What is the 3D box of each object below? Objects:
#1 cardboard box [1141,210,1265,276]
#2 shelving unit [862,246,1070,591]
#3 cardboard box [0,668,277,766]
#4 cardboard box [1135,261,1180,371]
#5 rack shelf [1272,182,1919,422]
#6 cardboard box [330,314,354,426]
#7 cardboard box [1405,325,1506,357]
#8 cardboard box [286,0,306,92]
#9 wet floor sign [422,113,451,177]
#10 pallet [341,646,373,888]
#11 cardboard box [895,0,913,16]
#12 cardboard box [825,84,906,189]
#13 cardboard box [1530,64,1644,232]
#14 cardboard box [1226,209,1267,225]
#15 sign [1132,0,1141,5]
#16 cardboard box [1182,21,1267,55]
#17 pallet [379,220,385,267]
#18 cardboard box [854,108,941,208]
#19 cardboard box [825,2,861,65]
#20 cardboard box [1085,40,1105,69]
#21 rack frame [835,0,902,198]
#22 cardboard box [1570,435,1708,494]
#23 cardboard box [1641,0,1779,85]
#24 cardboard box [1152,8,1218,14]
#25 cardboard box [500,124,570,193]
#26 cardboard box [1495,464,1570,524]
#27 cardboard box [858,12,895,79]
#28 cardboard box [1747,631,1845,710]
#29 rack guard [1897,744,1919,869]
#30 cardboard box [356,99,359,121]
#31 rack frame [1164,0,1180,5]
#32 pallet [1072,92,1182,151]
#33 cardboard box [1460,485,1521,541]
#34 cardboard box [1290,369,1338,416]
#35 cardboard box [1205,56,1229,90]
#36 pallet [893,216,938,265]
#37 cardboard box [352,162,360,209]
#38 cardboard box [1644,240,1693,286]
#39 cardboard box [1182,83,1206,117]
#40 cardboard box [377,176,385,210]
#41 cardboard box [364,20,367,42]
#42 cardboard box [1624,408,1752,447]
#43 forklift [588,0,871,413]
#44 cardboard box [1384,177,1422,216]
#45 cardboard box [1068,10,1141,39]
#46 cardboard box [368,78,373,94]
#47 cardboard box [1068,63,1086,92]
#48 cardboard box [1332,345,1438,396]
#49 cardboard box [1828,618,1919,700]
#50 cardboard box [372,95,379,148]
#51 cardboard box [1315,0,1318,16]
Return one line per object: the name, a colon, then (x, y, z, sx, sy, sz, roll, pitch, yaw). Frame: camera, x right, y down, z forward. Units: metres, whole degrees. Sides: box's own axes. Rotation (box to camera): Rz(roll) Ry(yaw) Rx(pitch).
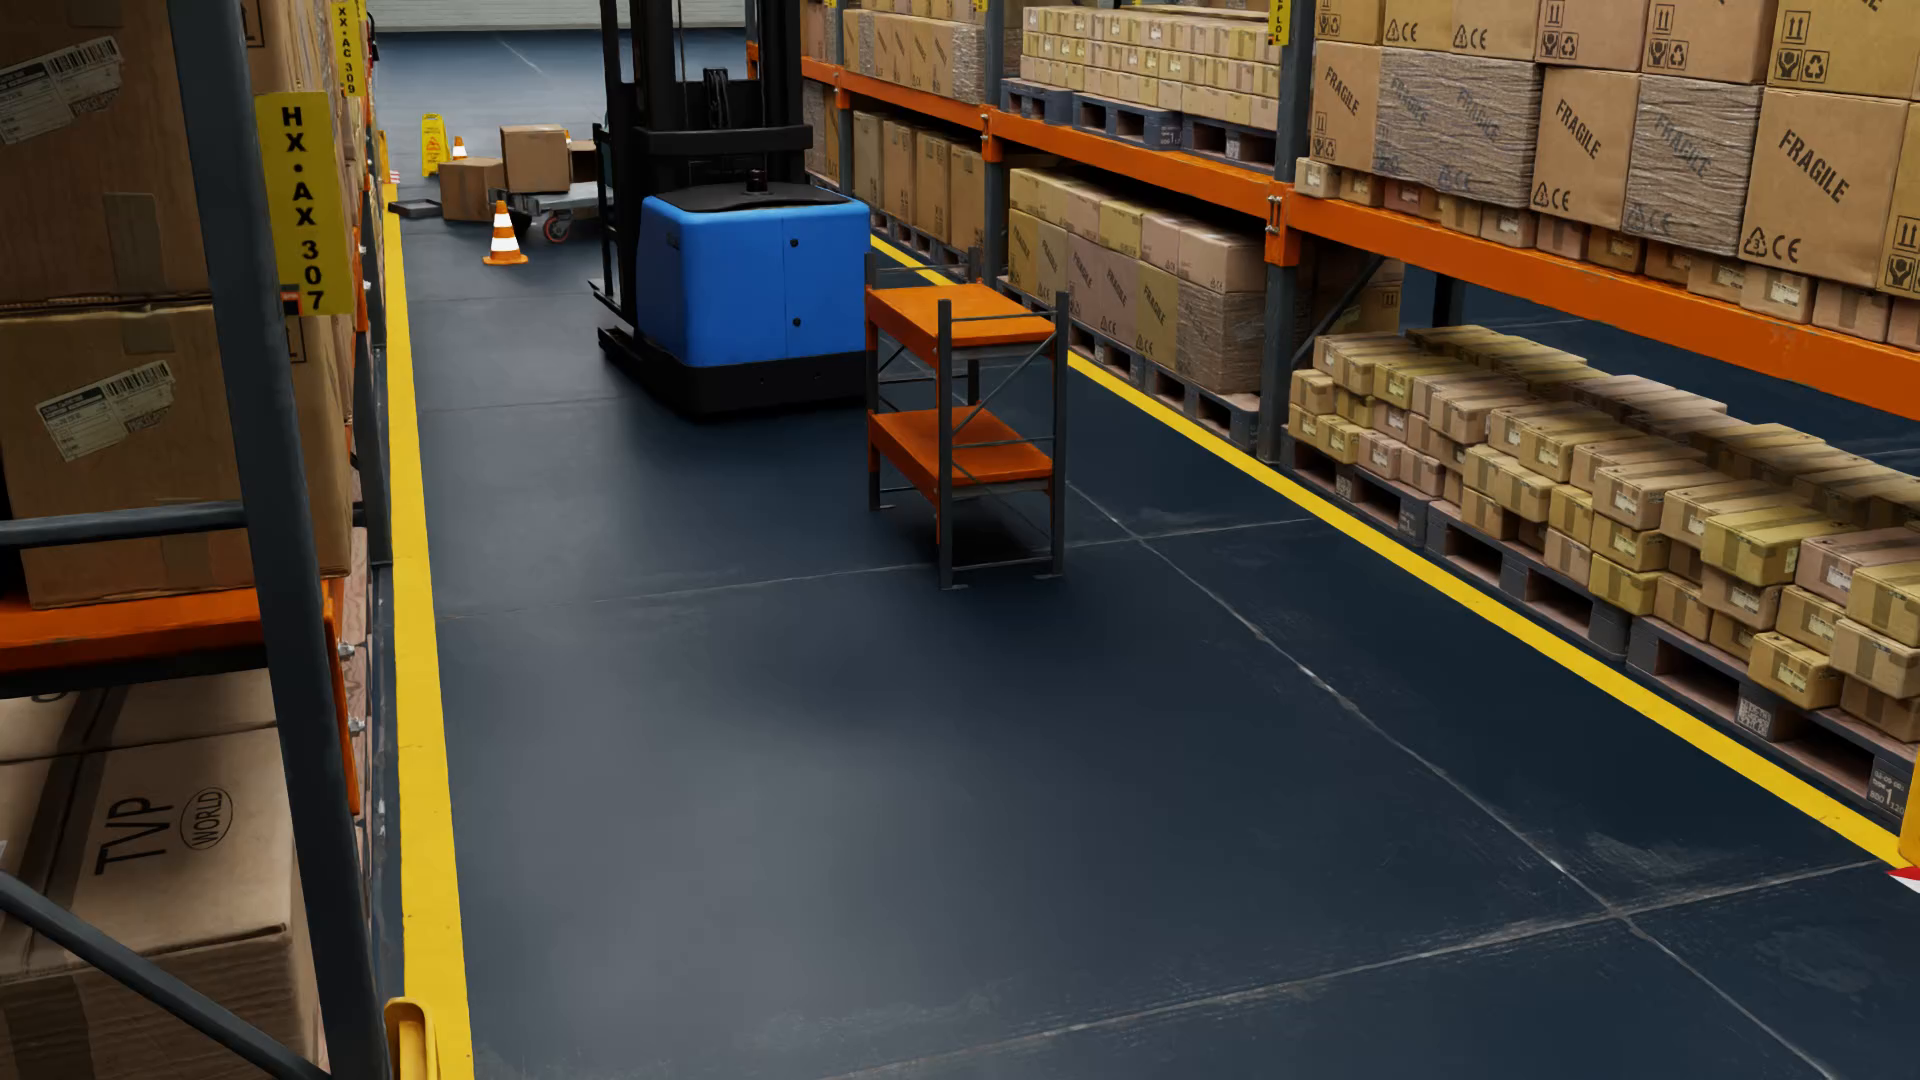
cardboard box: (1.293, -1.586, 8.861, 0.500, 0.250, 0.500, -5, 20, -15)
shelving unit: (0.002, -0.527, 6.720, 0.538, 1.125, 1.048, -6, 21, -17)
cardboard box: (-2.092, 0.523, 4.191, 0.875, 0.438, 0.875, -6, 21, -16)
cardboard box: (1.283, -1.230, 8.979, 0.500, 0.500, 0.500, -7, 21, -18)
rack shelf: (2.545, -0.853, 5.917, 1.077, 0.370, 4.000, -6, 21, -17)
cardboard box: (-1.701, -0.547, 3.854, 0.500, 0.500, 0.500, -7, 21, -18)
cardboard box: (2.275, -0.882, 7.652, 0.380, 0.149, 0.250, -6, 21, -16)
cardboard box: (-1.544, -0.858, 3.241, 0.500, 0.500, 0.500, -7, 21, -19)
wet floor sign: (-5.567, -4.192, 17.633, 0.267, 0.644, 0.232, 1, 20, 2)
pallet: (-2.200, 0.682, 4.705, 1.003, 0.211, 1.213, -6, 21, -17)
cardboard box: (-0.115, -4.432, 13.192, 0.700, 0.500, 0.500, -6, 21, -17)
cardboard box: (-0.730, -3.807, 15.601, 0.875, 0.875, 0.875, -6, 21, -16)
cardboard box: (2.315, -1.342, 5.627, 0.500, 0.500, 0.500, -5, 20, -14)
cardboard box: (1.765, -1.643, 9.021, 0.500, 0.250, 0.500, -6, 21, -16)
sign: (1.171, -3.685, 11.143, 0.100, 0.325, 0.005, -6, 21, -17)
cardboard box: (1.357, -2.554, 8.460, 0.380, 0.149, 0.250, -6, 21, -17)
pallet: (-5.020, -2.280, 12.952, 1.003, 0.211, 1.213, -6, 21, -17)
cardboard box: (-0.318, -3.349, 14.511, 1.050, 0.750, 0.750, -6, 21, -17)
cardboard box: (-0.726, -4.588, 15.031, 0.875, 0.550, 0.550, -6, 21, -17)
cardboard box: (0.951, -2.827, 9.659, 0.380, 0.149, 0.250, -6, 21, -17)
rack frame: (-0.599, -4.400, 14.730, 1.000, 3.000, 0.127, -6, 21, -17)
cardboard box: (2.404, -0.251, 5.894, 0.380, 0.149, 0.250, -7, 21, -19)
cardboard box: (2.462, -1.656, 5.022, 0.500, 0.500, 0.500, -5, 20, -14)
cardboard box: (1.407, -3.203, 10.266, 0.380, 0.149, 0.250, -6, 21, -16)
cardboard box: (-3.586, -3.221, 14.023, 0.500, 0.500, 0.500, -6, 21, -17)
cardboard box: (2.220, -0.185, 6.151, 0.380, 0.149, 0.250, -6, 21, -17)
cardboard box: (-0.529, -4.088, 13.713, 0.500, 0.500, 0.500, -6, 21, -17)
cardboard box: (2.633, 0.376, 5.028, 0.380, 0.149, 0.250, -6, 21, -16)
rack guard: (3.149, 0.603, 4.499, 1.175, 0.500, 0.348, -6, 21, -17)
cardboard box: (-3.107, -2.102, 7.813, 0.500, 0.250, 0.500, -7, 21, -19)
rack frame: (2.885, -6.178, 19.681, 1.000, 3.000, 0.127, -6, 21, -17)
pallet: (1.320, -2.395, 9.432, 1.003, 0.211, 1.213, -6, 21, -17)
cardboard box: (2.172, -0.126, 6.426, 0.380, 0.149, 0.250, -7, 21, -19)
cardboard box: (1.726, -0.679, 7.524, 0.380, 0.149, 0.250, -5, 20, -15)
cardboard box: (1.444, -2.323, 8.258, 0.380, 0.149, 0.250, -5, 20, -15)
pallet: (0.103, -2.456, 13.442, 1.003, 0.211, 1.213, -6, 21, -17)
cardboard box: (-2.803, -1.539, 6.986, 0.500, 0.250, 0.500, -7, 21, -19)
cardboard box: (2.481, -0.928, 5.436, 0.380, 0.149, 0.250, -7, 21, -19)
cardboard box: (1.366, -2.263, 8.529, 0.380, 0.149, 0.250, -7, 21, -20)
cardboard box: (-5.195, -2.963, 14.176, 0.500, 0.250, 0.500, -7, 21, -20)
cardboard box: (-5.938, -5.006, 15.830, 0.500, 0.500, 0.500, -6, 21, -17)
cardboard box: (2.729, -0.380, 6.254, 0.380, 0.149, 0.250, -6, 21, -17)
forklift: (-1.530, -2.489, 9.509, 1.130, 2.935, 3.031, -9, 22, -23)
cardboard box: (1.980, -1.434, 6.843, 0.380, 0.149, 0.250, -7, 21, -20)
cardboard box: (0.863, -3.057, 9.860, 0.380, 0.149, 0.250, -7, 21, -19)
cardboard box: (-5.845, -4.347, 15.960, 0.380, 0.149, 0.250, -6, 21, -16)
cardboard box: (0.863, -2.772, 9.947, 0.380, 0.149, 0.250, -5, 20, -15)
cardboard box: (1.858, -0.742, 7.260, 0.380, 0.149, 0.250, -5, 20, -15)
cardboard box: (2.736, 0.316, 4.756, 0.380, 0.149, 0.250, -7, 21, -19)
cardboard box: (-5.857, -3.986, 15.912, 0.500, 0.500, 0.500, -6, 21, -15)
cardboard box: (3.935, -5.397, 16.917, 0.875, 0.500, 0.500, -6, 21, -17)
